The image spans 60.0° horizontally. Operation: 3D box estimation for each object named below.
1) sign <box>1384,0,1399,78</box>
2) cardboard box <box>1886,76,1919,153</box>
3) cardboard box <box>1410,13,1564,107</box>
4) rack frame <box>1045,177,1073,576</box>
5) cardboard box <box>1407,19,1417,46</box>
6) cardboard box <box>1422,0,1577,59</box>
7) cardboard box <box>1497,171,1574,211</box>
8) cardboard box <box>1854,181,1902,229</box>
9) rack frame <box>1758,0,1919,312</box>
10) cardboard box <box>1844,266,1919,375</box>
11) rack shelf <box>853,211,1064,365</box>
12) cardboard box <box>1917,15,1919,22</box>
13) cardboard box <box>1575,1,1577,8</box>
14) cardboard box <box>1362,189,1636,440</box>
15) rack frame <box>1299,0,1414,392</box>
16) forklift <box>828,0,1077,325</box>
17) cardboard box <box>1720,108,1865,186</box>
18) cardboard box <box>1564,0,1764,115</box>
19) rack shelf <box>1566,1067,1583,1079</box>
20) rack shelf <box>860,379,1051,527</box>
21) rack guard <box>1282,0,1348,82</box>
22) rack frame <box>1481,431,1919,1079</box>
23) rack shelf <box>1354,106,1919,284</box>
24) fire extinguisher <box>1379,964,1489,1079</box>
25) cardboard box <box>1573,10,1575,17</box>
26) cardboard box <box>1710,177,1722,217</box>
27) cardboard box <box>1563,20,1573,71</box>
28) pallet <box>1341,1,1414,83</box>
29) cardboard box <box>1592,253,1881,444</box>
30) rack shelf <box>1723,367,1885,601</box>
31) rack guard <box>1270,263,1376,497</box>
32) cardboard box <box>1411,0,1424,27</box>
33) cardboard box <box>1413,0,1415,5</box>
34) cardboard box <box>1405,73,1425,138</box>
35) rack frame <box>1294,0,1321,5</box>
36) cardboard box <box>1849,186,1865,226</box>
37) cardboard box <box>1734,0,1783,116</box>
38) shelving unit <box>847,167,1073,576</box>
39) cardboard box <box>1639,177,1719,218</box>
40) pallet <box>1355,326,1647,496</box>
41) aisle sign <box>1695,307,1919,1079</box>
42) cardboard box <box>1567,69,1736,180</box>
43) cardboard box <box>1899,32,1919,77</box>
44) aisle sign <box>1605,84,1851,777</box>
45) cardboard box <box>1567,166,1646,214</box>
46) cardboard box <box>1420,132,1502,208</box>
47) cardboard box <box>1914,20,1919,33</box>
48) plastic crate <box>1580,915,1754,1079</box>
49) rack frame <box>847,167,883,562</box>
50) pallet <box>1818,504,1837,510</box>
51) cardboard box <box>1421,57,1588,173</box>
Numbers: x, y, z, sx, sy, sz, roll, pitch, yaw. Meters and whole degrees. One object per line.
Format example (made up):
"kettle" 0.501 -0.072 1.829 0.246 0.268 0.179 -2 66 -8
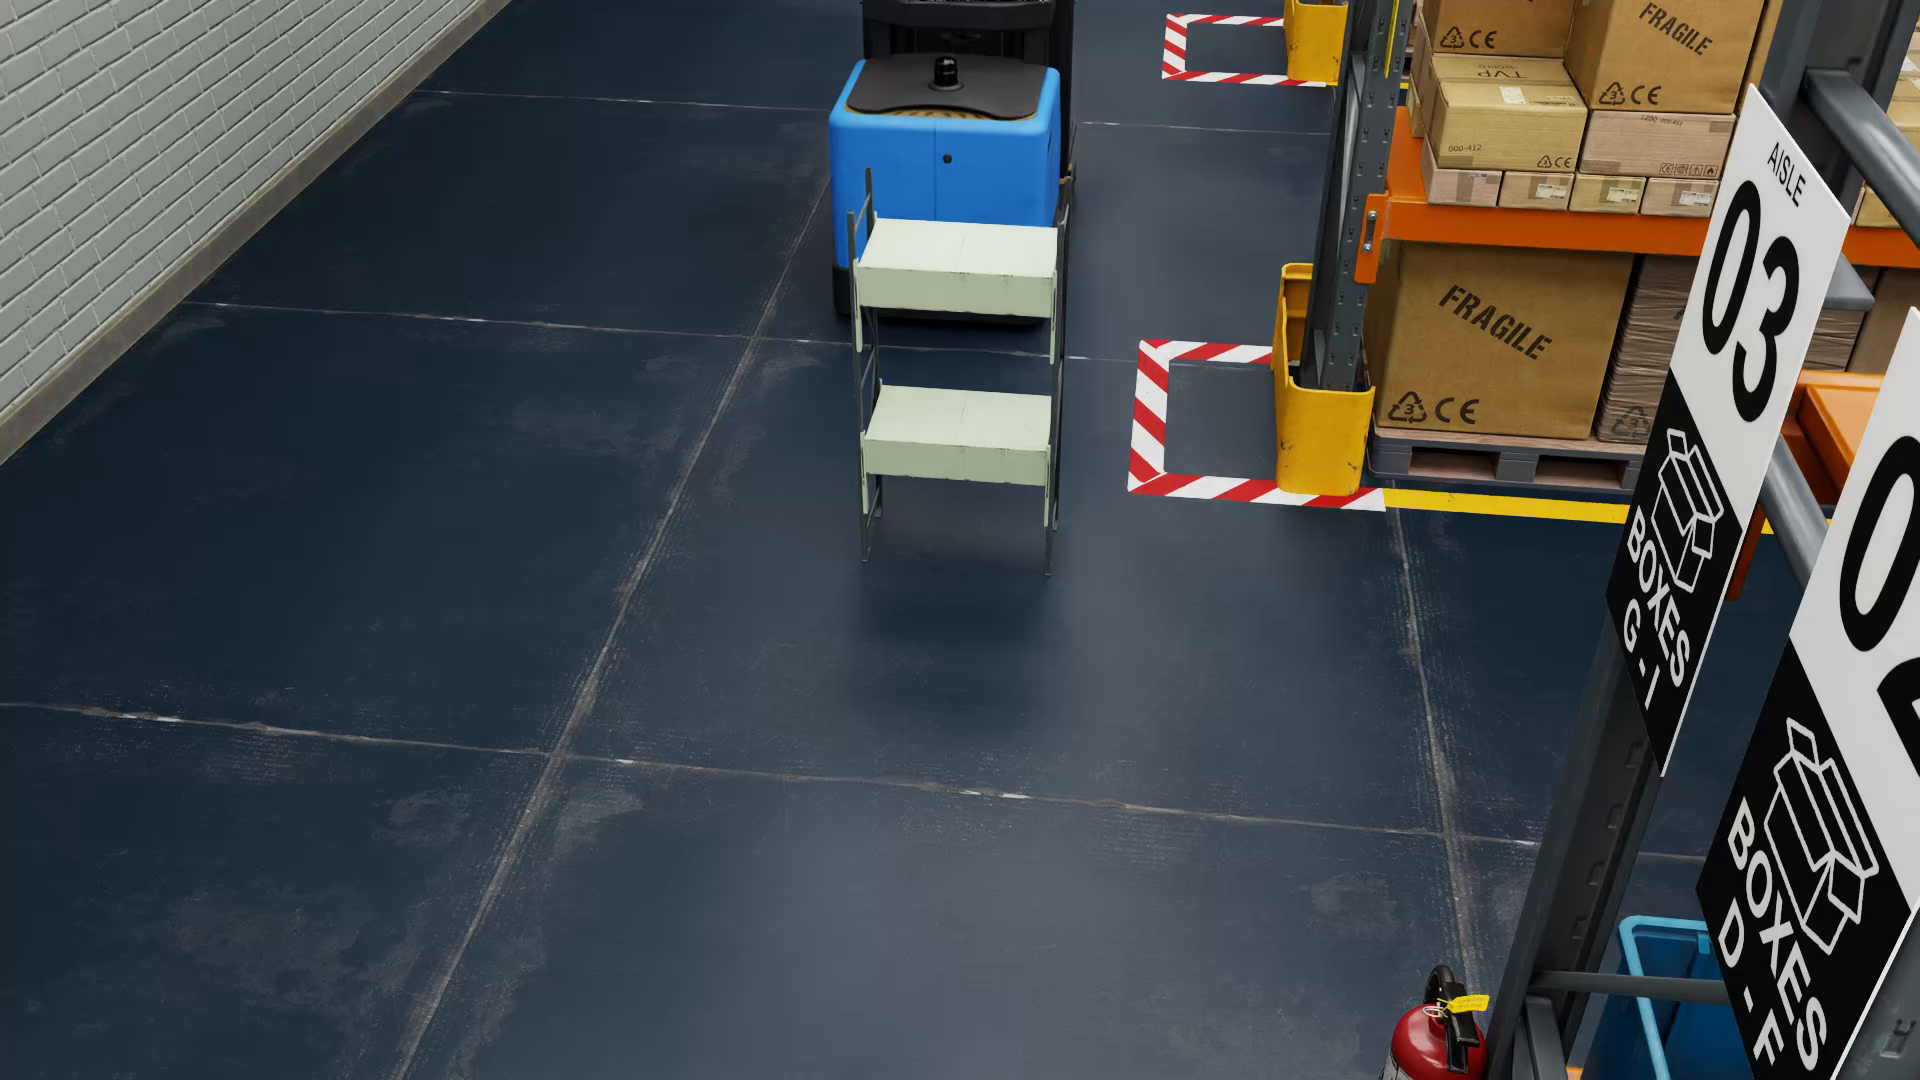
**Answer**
"sign" 1.531 -1.811 5.892 0.005 0.325 0.100 4 36 6
"cardboard box" 3.582 -1.505 6.150 0.500 0.250 0.500 4 36 5
"cardboard box" 2.123 -1.923 6.735 0.500 0.250 0.500 4 36 5
"rack frame" 0.370 -0.583 6.276 0.023 1.500 0.400 4 36 6
"cardboard box" 3.089 -3.412 11.041 0.250 0.149 0.380 4 36 6
"cardboard box" 2.125 -2.227 6.515 0.500 0.500 0.500 5 36 7
"cardboard box" 2.173 -1.409 6.359 0.250 0.149 0.380 4 36 5
"cardboard box" 3.444 -1.314 6.226 0.250 0.149 0.380 3 36 5
"rack frame" 0.977 -1.334 0.873 0.127 3.000 1.000 4 36 6
"cardboard box" 4.038 -0.918 6.921 0.875 0.875 0.875 4 36 6
"rack shelf" 0.007 -0.928 6.087 0.720 0.370 0.431 4 36 6
"cardboard box" 5.921 -3.429 10.554 0.250 0.149 0.380 5 36 7
"cardboard box" 3.869 -3.574 10.757 0.250 0.149 0.380 6 36 8
"cardboard box" 2.253 -1.051 7.108 0.875 0.875 0.875 4 36 6
"rack frame" 1.608 -1.746 6.614 0.127 3.000 1.000 4 36 6
"forklift" 0.074 -3.084 8.548 1.130 2.935 3.031 4 36 6
"cardboard box" 3.064 -1.541 6.200 0.500 0.250 0.500 3 36 4
"cardboard box" 2.546 -1.883 6.034 0.500 0.500 0.500 3 36 5
"rack shelf" 2.961 1.549 2.617 4.000 0.370 1.077 4 36 6
"rack shelf" 0.007 -0.345 6.503 0.720 0.370 0.431 4 36 6
"rack guard" 2.415 -3.573 11.326 0.348 0.500 1.175 4 36 6
"rack frame" 0.977 1.108 2.616 0.127 3.000 1.000 4 36 6
"rack shelf" 3.592 -1.305 6.616 4.000 0.370 1.077 4 36 6
"fire extinguisher" 0.885 1.018 3.129 0.183 0.674 0.296 4 36 6
"cardboard box" 3.861 -3.475 10.873 0.250 0.149 0.380 3 36 4
"cardboard box" 2.938 -1.352 6.279 0.250 0.149 0.380 4 36 5
"cardboard box" 2.626 -1.885 6.682 0.500 0.250 0.500 4 36 5
"pallet" 3.217 -3.375 11.298 1.213 0.211 1.003 4 36 6
"cardboard box" 3.156 -0.984 7.013 0.875 0.875 0.875 4 36 6
"rack shelf" 2.961 0.328 1.746 4.000 0.370 1.077 4 36 6
"rack guard" 1.584 -0.730 7.343 0.348 0.500 1.175 4 36 6
"cardboard box" 3.091 -3.489 10.892 0.250 0.149 0.380 4 36 6
"cardboard box" 2.816 -3.615 10.813 0.250 0.149 0.380 3 36 4
"cardboard box" 2.003 -1.807 6.916 0.250 0.149 0.380 5 36 7
"rack frame" 2.340 -4.596 10.608 0.127 3.000 1.000 4 36 6
"cardboard box" 3.194 -1.334 6.253 0.250 0.149 0.380 4 36 5
"cardboard box" 3.060 -1.848 5.985 0.500 0.500 0.500 3 36 5
"shelving unit" 0.007 -0.610 6.314 0.755 1.500 0.431 4 36 6
"cardboard box" 2.686 -1.372 6.306 0.250 0.149 0.380 4 36 5
"pallet" 2.411 -0.597 7.405 1.213 0.211 1.003 4 36 6
"aisle sign" 0.868 0.216 1.628 0.004 0.787 0.394 4 36 6
"cardboard box" 2.566 -1.580 6.255 0.500 0.250 0.500 4 36 5
"cardboard box" 3.648 -1.812 6.579 0.500 0.250 0.500 4 36 6
"aisle sign" 0.943 -0.124 2.104 0.004 0.787 0.394 4 36 6
"cardboard box" 2.427 -1.390 6.332 0.250 0.149 0.380 3 36 5
"cardboard box" 1.918 -1.427 6.384 0.250 0.149 0.380 5 36 6
"cardboard box" 5.955 -3.272 10.589 0.250 0.149 0.380 5 36 7
"plastic crate" 1.333 0.986 2.704 0.499 0.435 0.616 4 36 6
"rack frame" -0.356 -0.637 6.352 0.023 1.500 0.400 4 36 6
"pallet" 3.618 -0.505 7.276 1.213 0.211 1.003 4 36 6
"cardboard box" 2.050 -1.615 6.304 0.500 0.250 0.500 3 36 5
